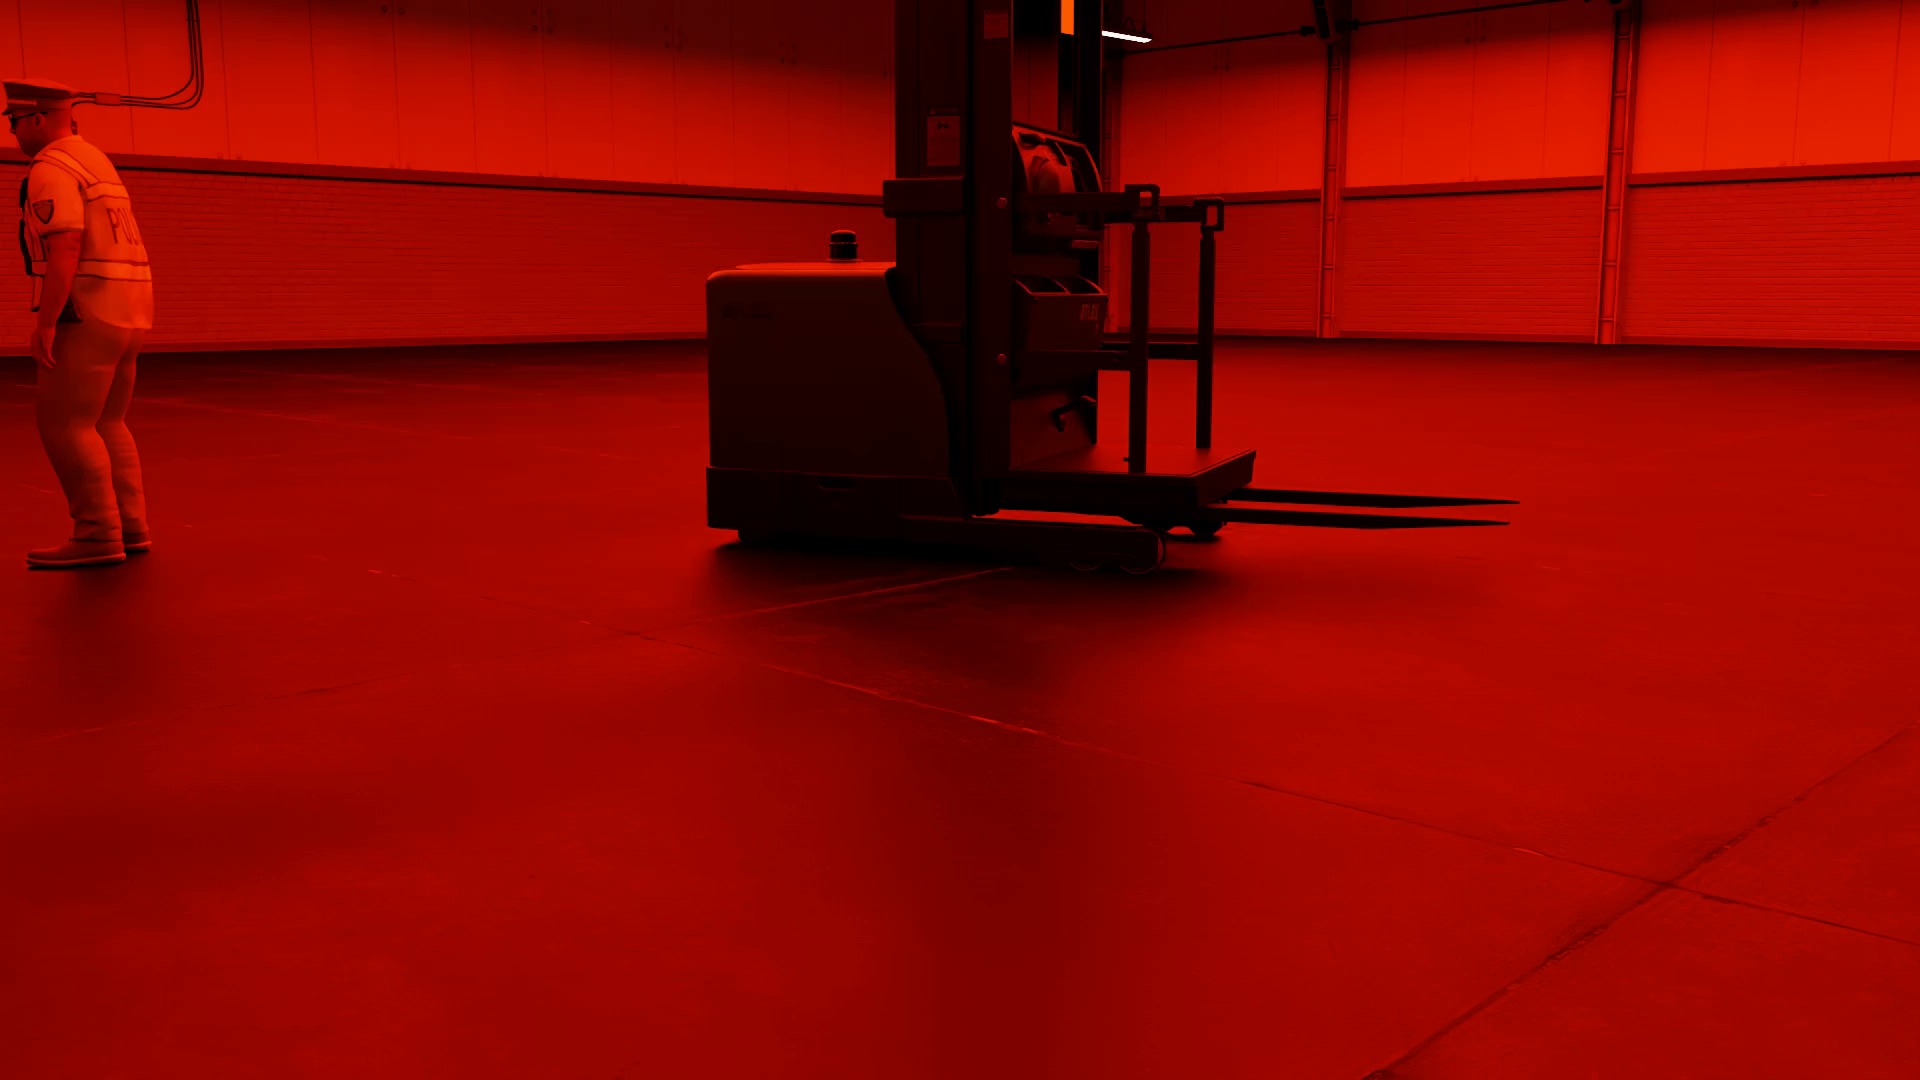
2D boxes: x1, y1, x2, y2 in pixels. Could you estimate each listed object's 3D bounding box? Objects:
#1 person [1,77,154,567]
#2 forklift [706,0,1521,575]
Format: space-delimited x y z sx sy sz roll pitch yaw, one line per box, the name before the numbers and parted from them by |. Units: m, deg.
person | -3.214 -0.794 6.113 0.432 1.748 0.597 -1 9 -8
forklift | 0.565 -1.416 6.275 3.031 2.935 1.130 3 9 22
